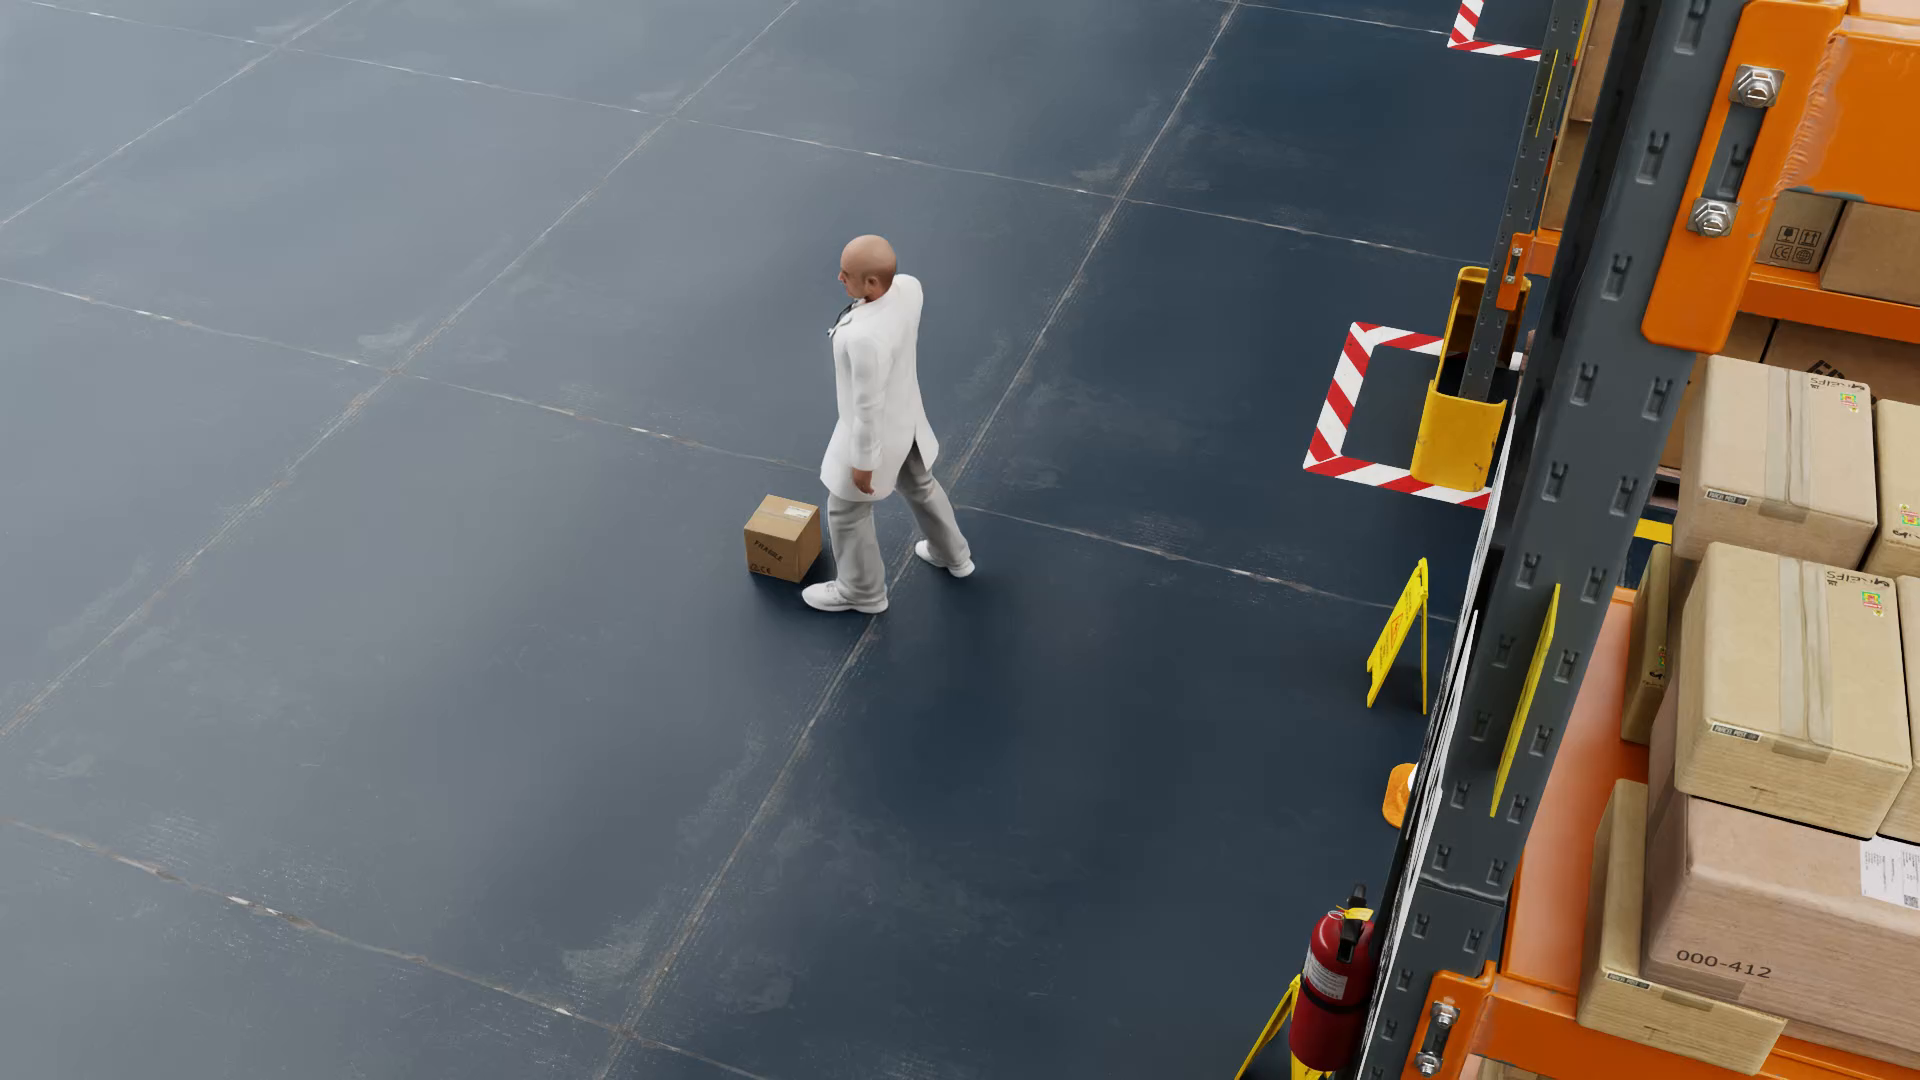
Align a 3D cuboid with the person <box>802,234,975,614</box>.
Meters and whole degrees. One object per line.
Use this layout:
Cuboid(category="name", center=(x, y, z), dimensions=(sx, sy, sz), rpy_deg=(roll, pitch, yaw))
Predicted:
Cuboid(category="person", center=(-0.298, -0.455, 6.723), dimensions=(0.664, 1.802, 0.648), rpy_deg=(13, 43, 14))
